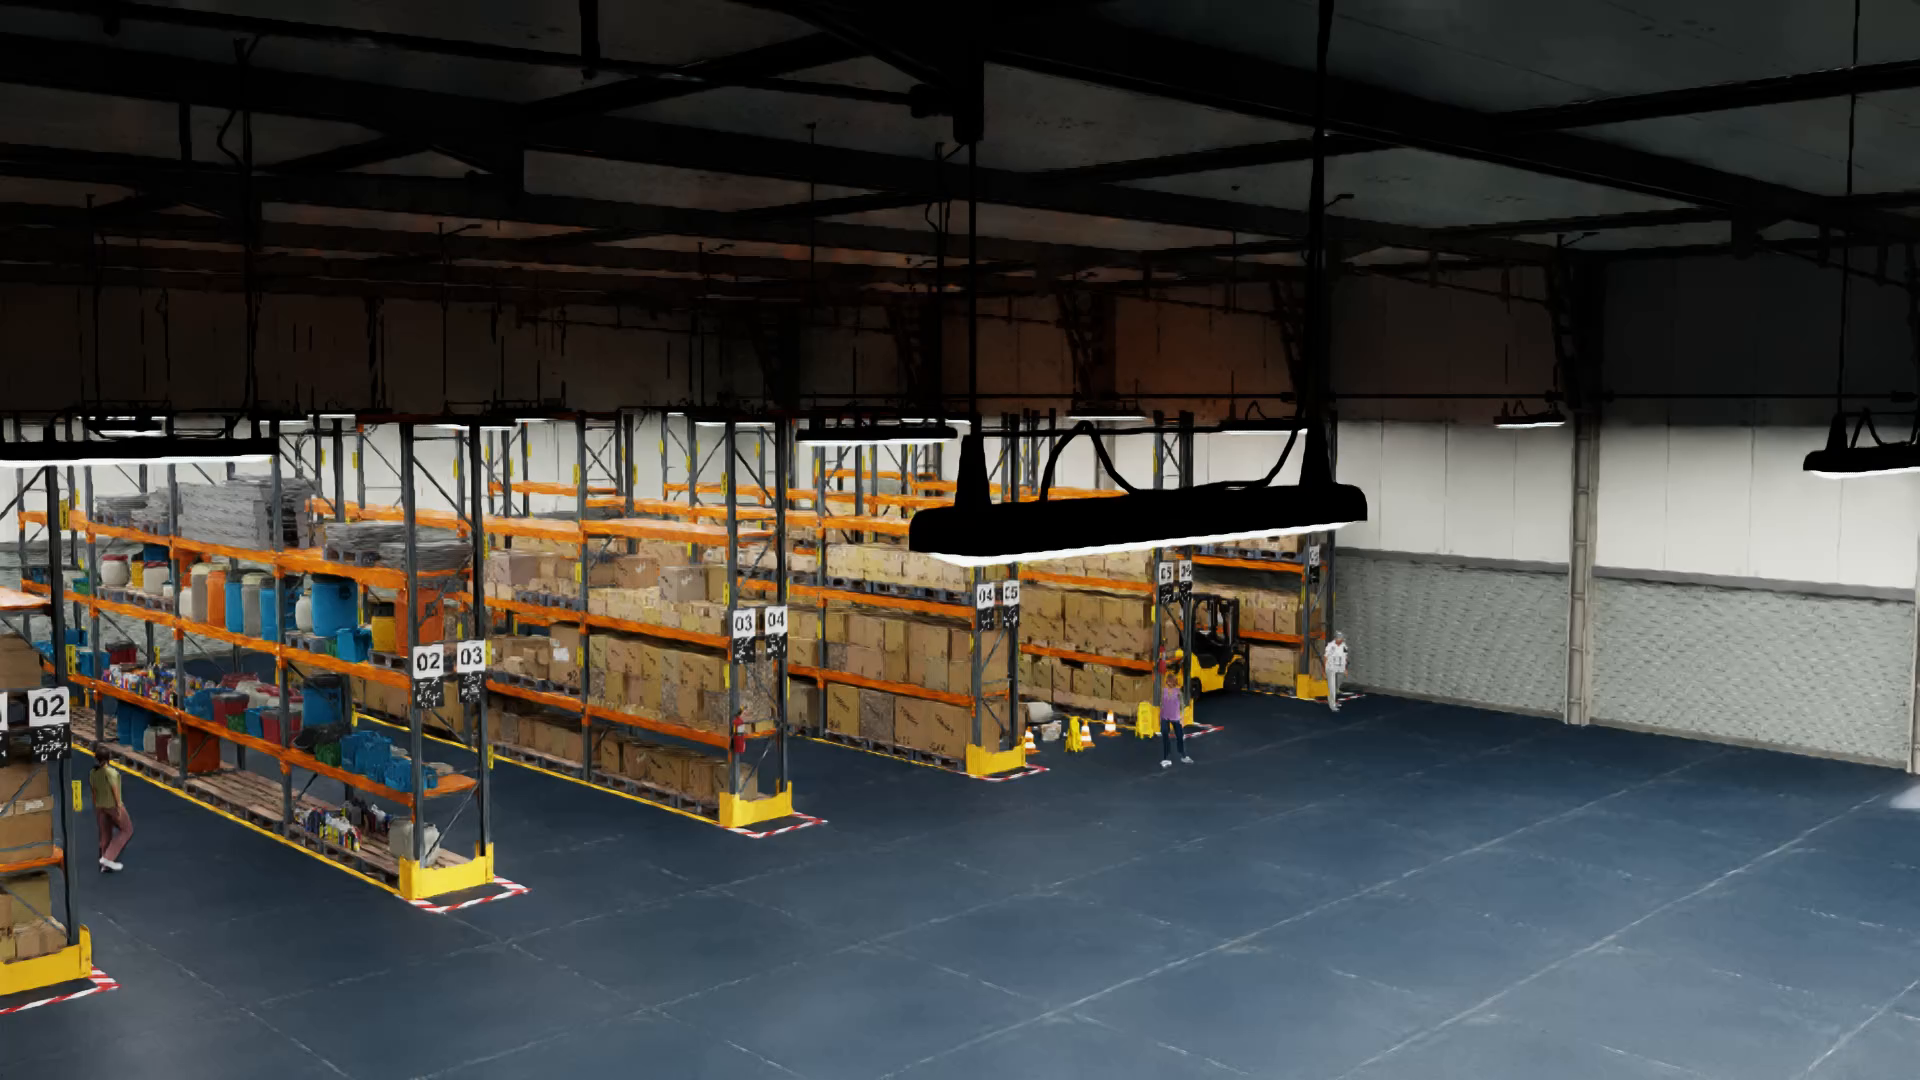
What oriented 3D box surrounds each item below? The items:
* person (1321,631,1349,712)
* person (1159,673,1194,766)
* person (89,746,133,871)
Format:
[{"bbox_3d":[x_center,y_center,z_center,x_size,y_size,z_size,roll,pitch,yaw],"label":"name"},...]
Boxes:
[{"bbox_3d":[7.575,2.618,33.472,0.528,1.613,0.905,-1,5,-16],"label":"person"},{"bbox_3d":[3.700,3.088,28.517,0.603,1.550,0.456,2,5,19],"label":"person"},{"bbox_3d":[-11.324,3.576,22.111,0.503,1.670,0.432,2,5,17],"label":"person"}]
